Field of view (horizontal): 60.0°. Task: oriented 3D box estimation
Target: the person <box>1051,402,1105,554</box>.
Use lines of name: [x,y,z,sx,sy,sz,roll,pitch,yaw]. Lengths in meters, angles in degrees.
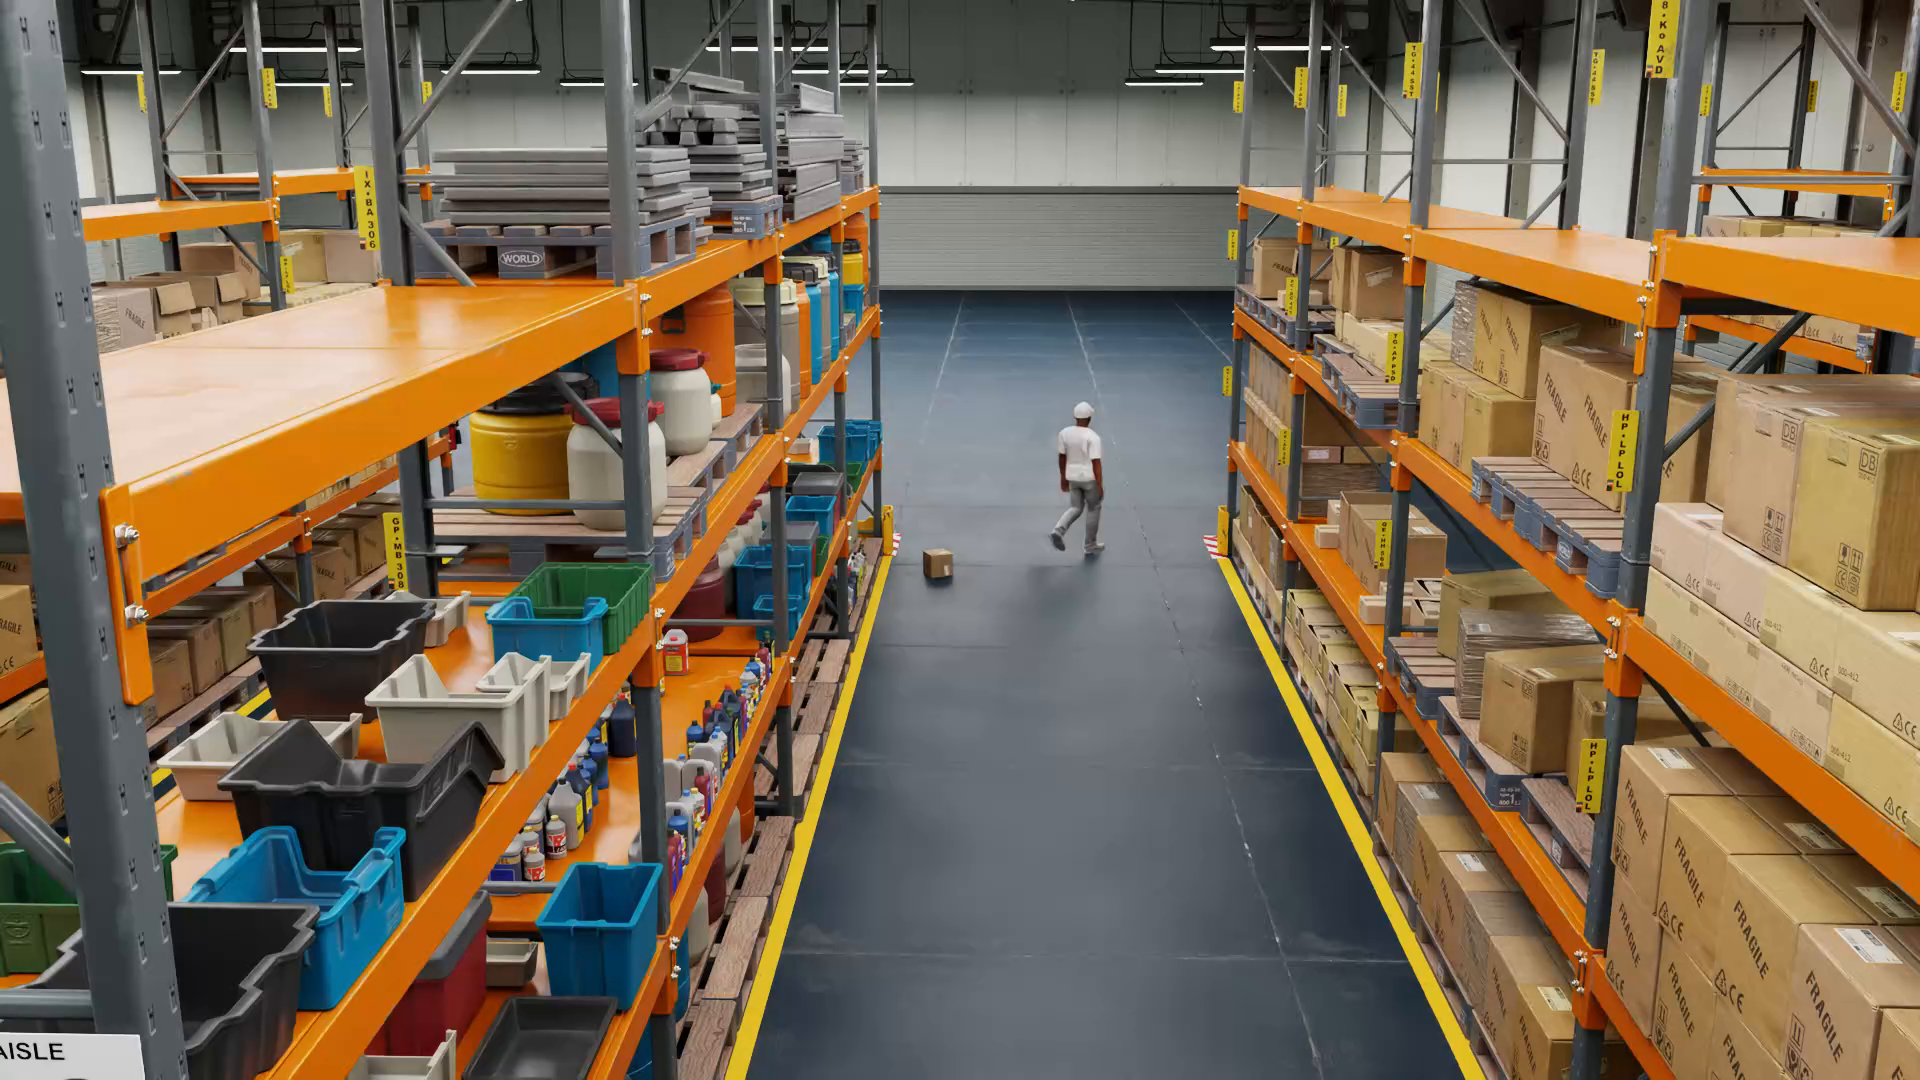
person: [1.358,-0.686,18.682,0.588,1.747,0.706,11,18,39]
